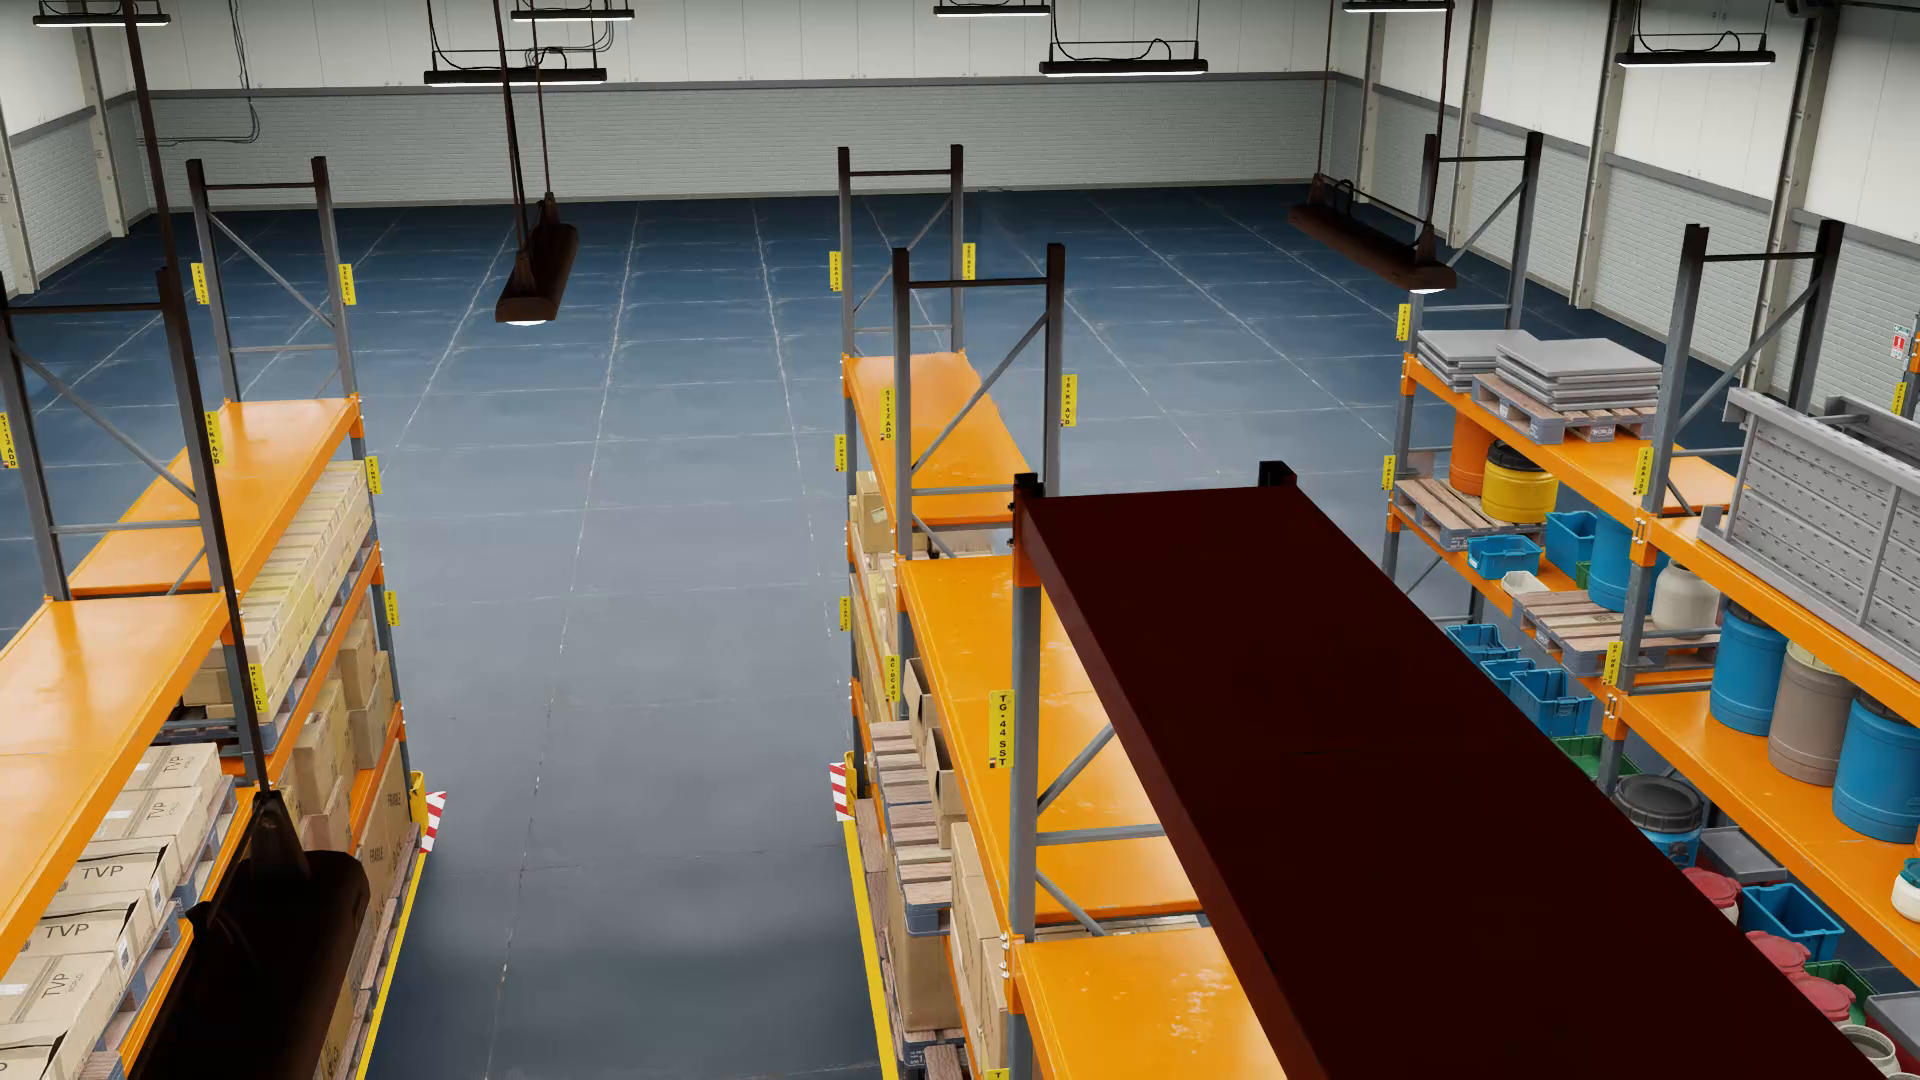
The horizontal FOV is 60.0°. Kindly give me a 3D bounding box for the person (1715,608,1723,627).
[{"bbox_3d":[8.239,0.437,18.314,0.683,1.699,0.549,11,24,25],"label":"person"}]
